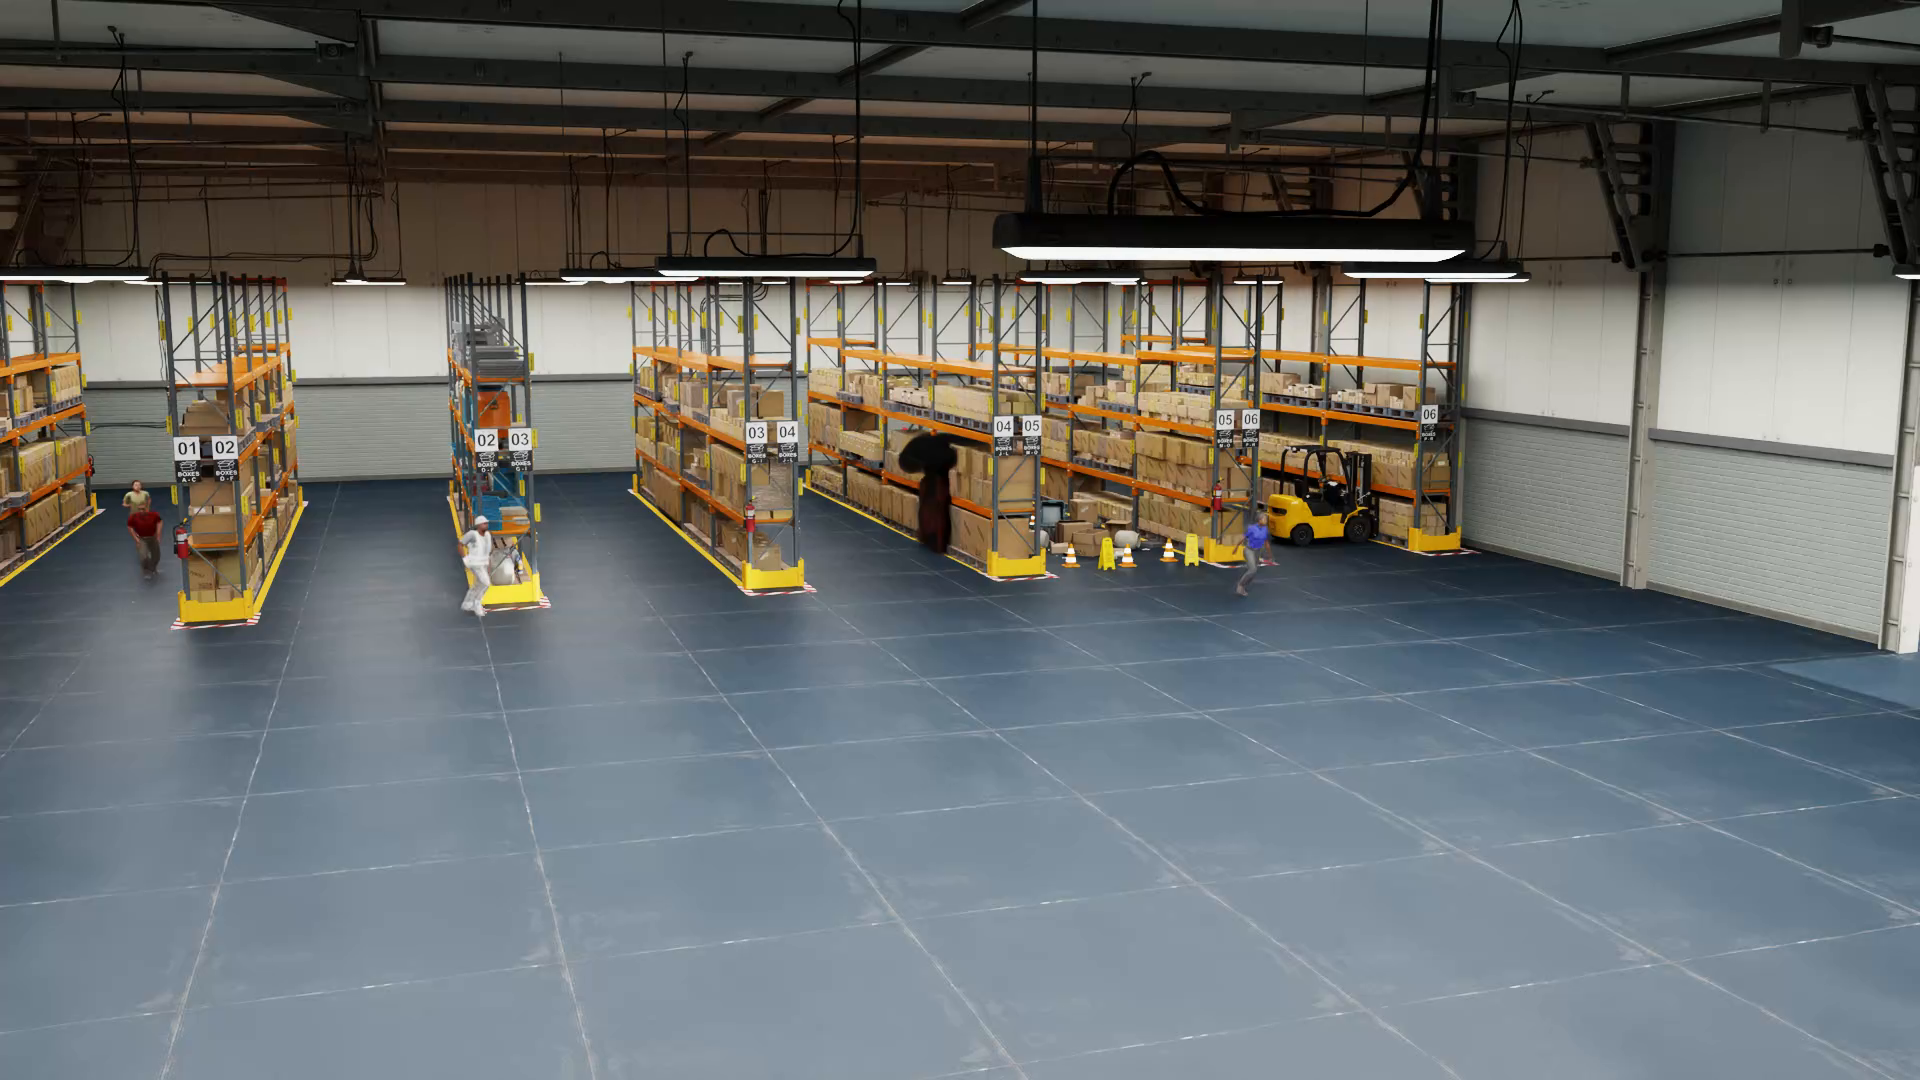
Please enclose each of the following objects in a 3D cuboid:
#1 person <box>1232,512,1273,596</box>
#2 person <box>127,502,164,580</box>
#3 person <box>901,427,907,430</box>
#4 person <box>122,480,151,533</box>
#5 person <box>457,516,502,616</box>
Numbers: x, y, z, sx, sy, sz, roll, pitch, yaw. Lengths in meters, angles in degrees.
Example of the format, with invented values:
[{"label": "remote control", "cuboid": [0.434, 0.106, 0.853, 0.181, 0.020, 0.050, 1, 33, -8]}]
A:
[{"label": "person", "cuboid": [5.471, 0.265, 31.023, 0.582, 1.595, 0.660, -6, 10, -35]}, {"label": "person", "cuboid": [-16.114, -0.009, 32.942, 0.715, 1.579, 0.868, -8, 12, -42]}, {"label": "person", "cuboid": [-1.484, -2.356, 47.783, 0.888, 1.761, 0.632, 8, 12, 44]}, {"label": "person", "cuboid": [-17.556, -0.436, 35.505, 0.533, 1.732, 0.744, -3, 9, -19]}, {"label": "person", "cuboid": [-8.499, 0.464, 29.379, 0.793, 1.793, 0.660, 3, 9, 19]}]
